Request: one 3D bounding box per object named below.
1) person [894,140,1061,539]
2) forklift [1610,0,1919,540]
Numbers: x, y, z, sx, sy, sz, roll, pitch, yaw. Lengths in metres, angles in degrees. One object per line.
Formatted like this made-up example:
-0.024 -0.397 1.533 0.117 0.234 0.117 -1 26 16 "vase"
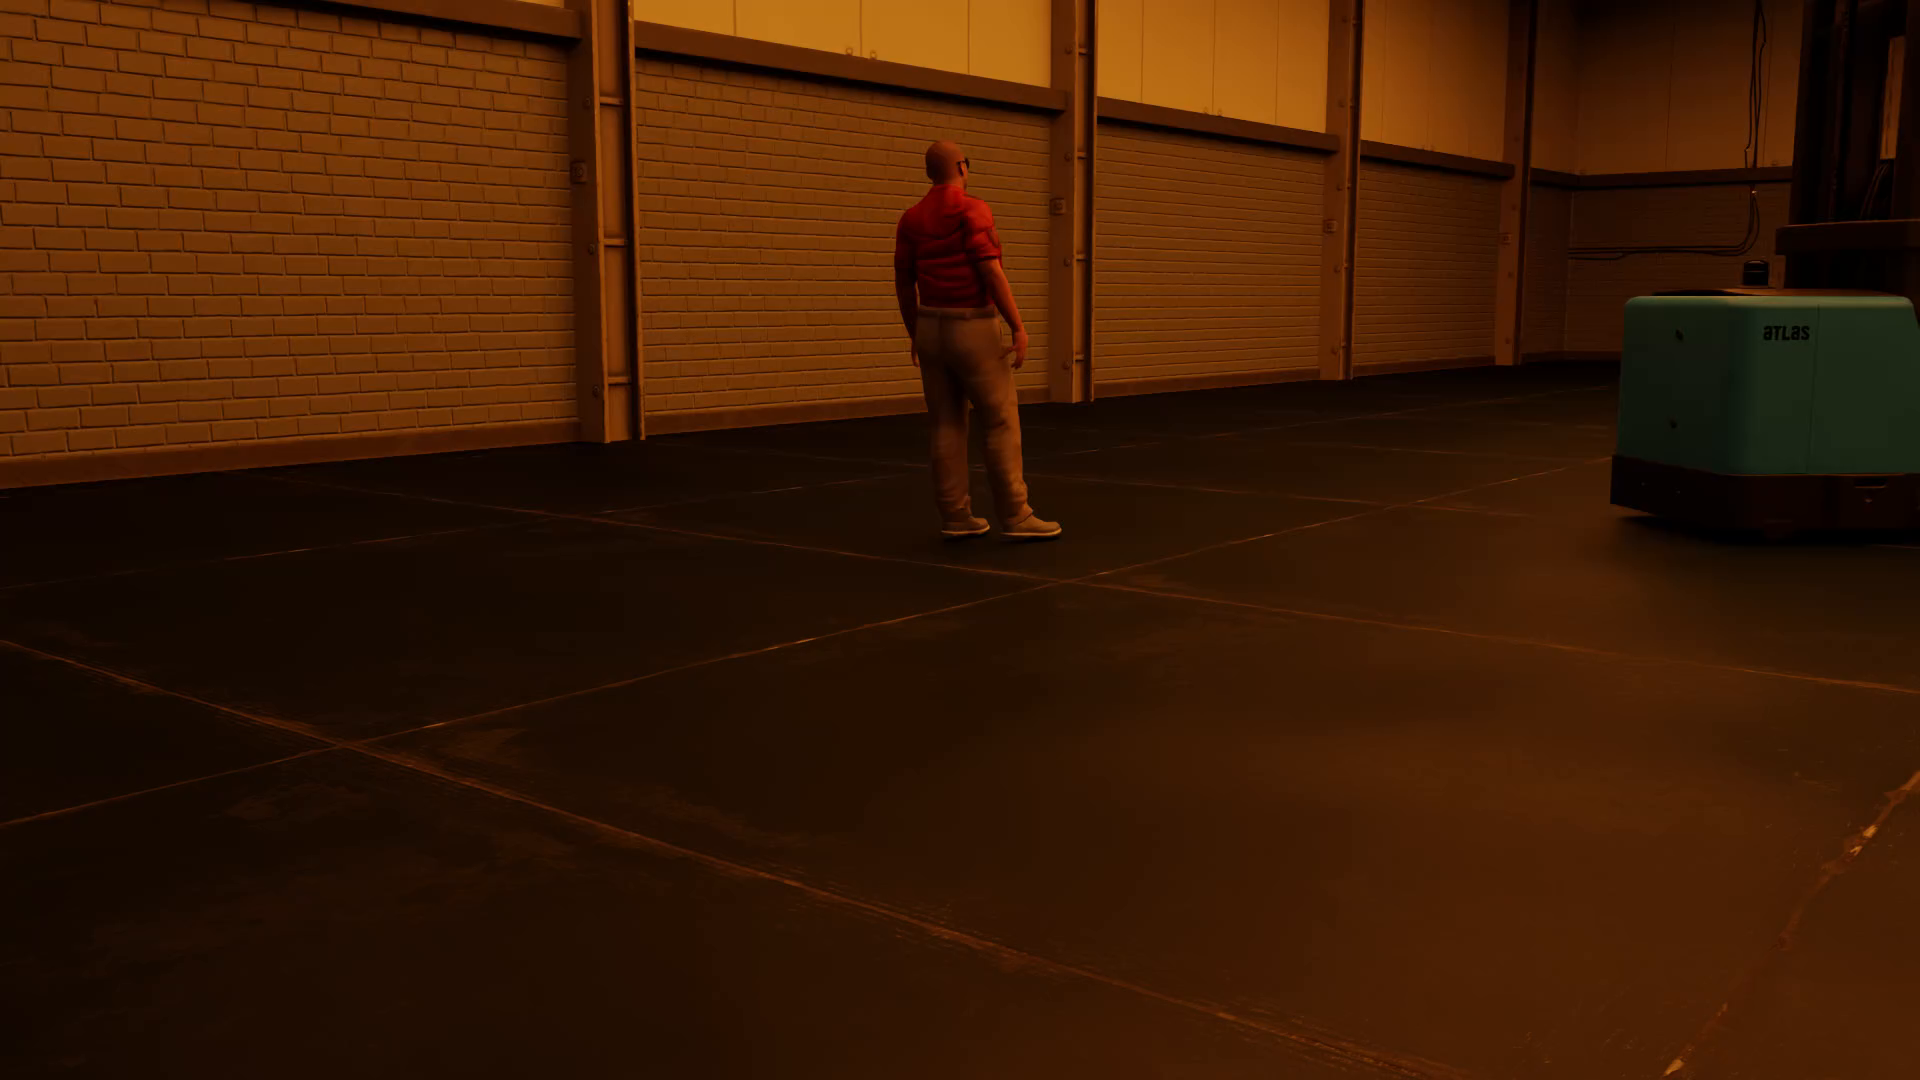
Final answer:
0.066 -0.873 7.341 0.641 1.727 0.550 7 11 38 "person"
4.736 -1.522 7.684 3.031 2.935 1.130 -1 8 -7 "forklift"
